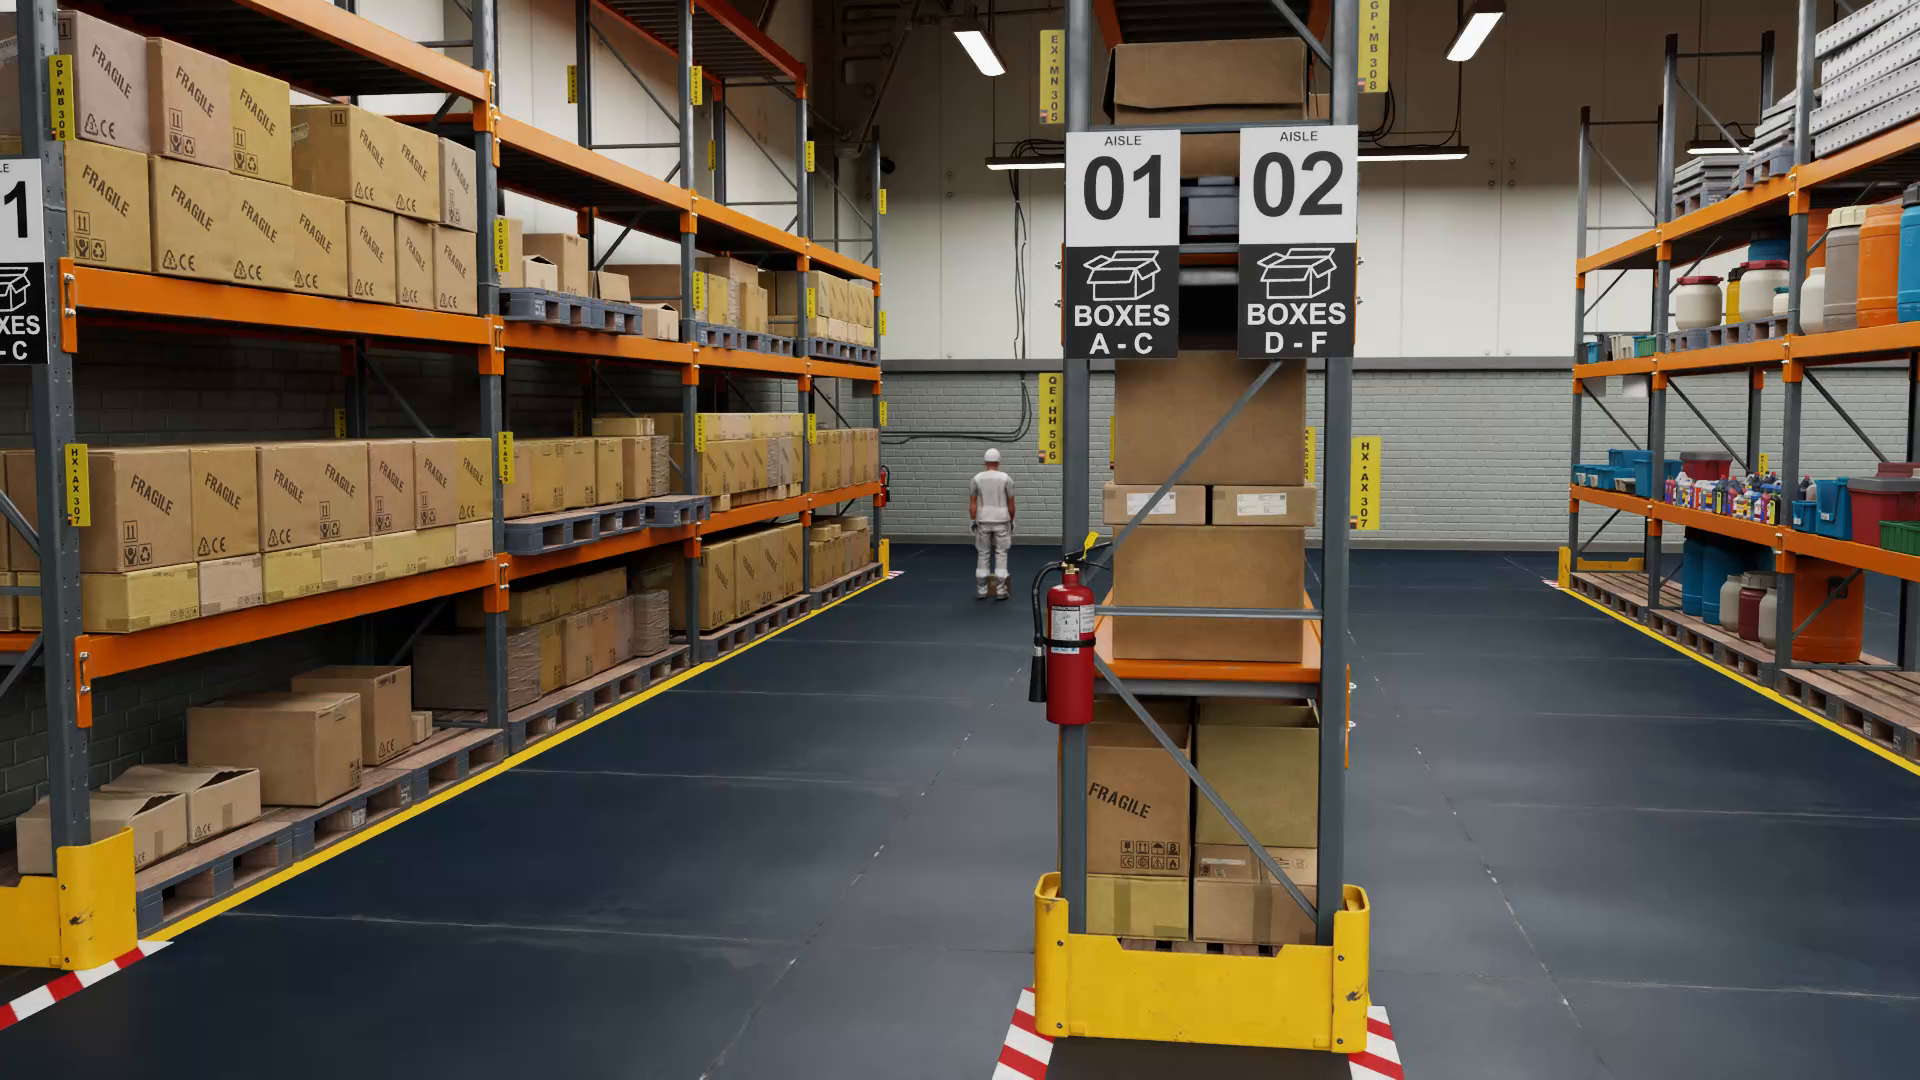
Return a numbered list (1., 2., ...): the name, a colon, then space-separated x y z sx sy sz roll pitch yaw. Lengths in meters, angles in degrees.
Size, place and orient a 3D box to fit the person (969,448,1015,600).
1. person: 0.391 -0.192 19.784 0.545 1.798 0.419 1 4 10
